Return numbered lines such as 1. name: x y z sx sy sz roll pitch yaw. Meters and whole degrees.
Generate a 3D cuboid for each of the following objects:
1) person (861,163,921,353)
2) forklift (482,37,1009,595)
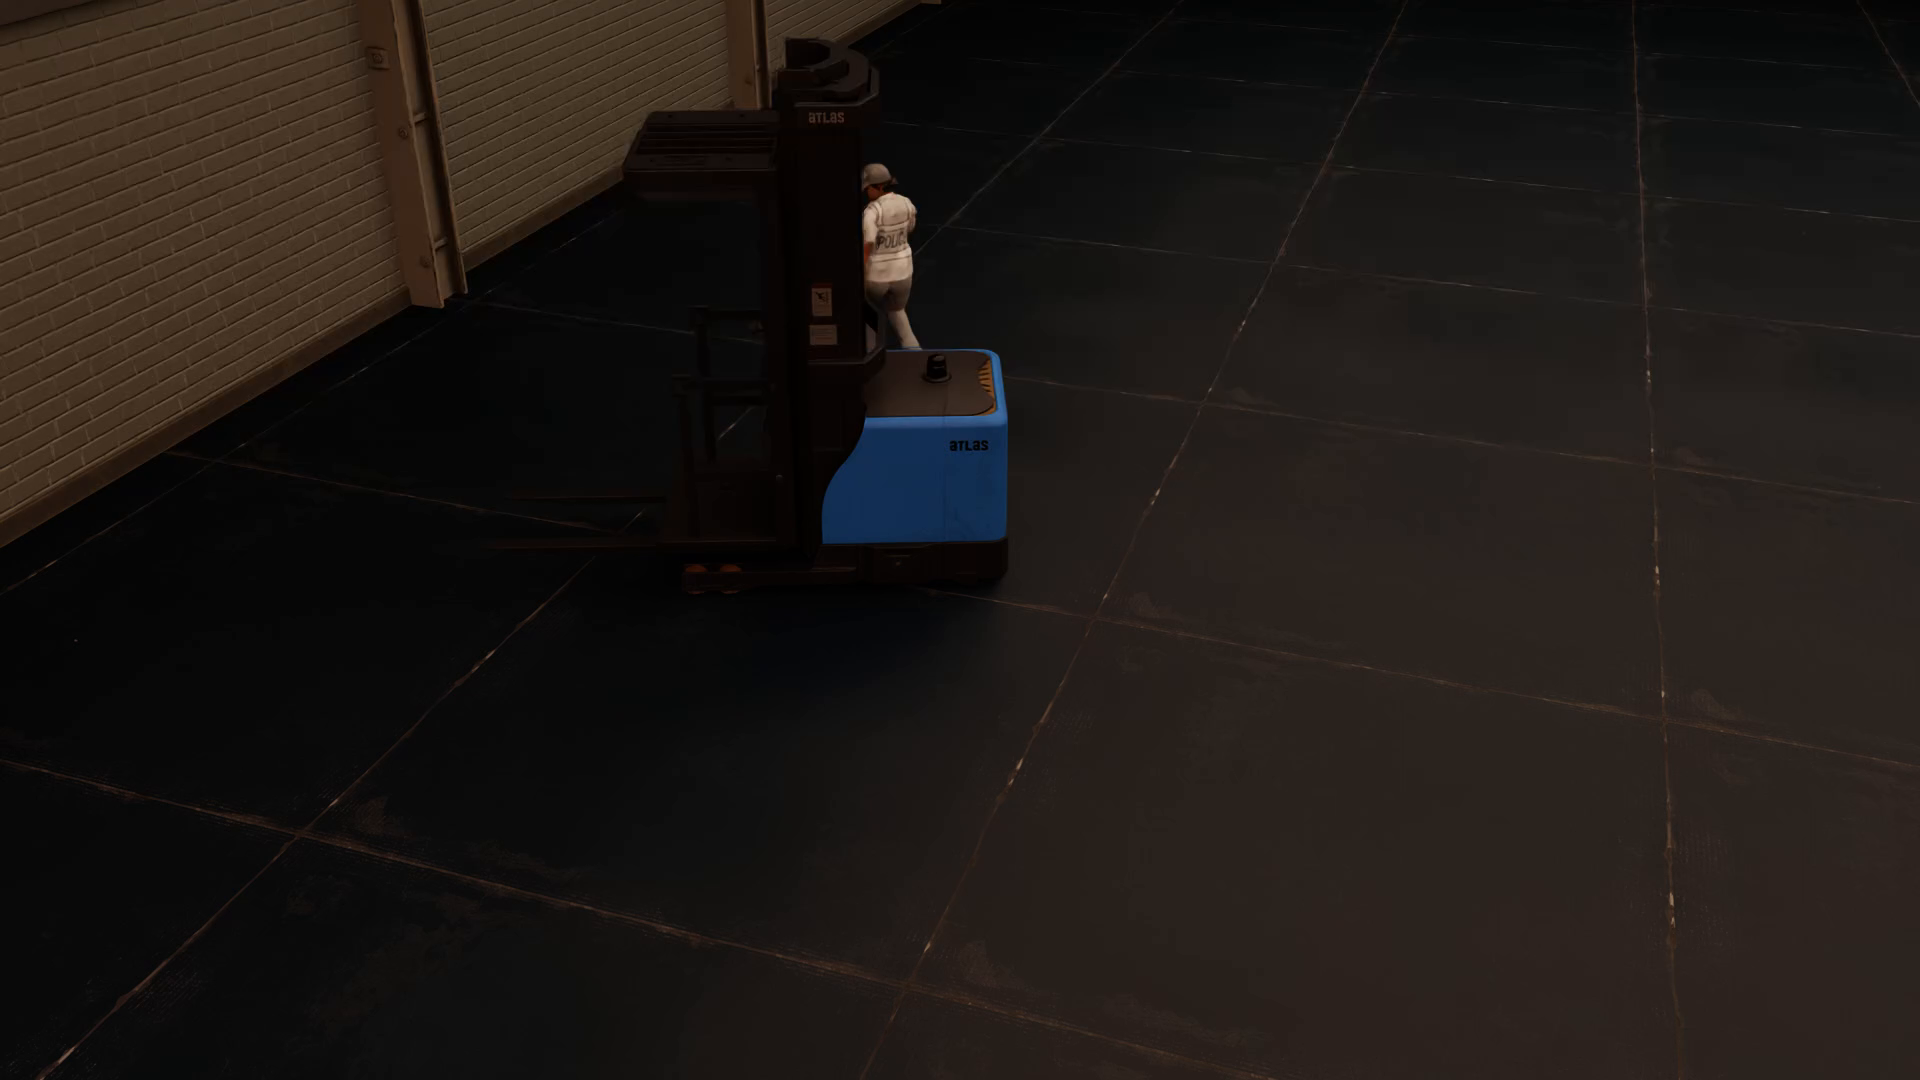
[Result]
1. person: -0.585 -1.892 11.813 0.630 1.605 0.595 -15 33 -25
2. forklift: -1.249 -1.227 9.289 3.031 2.935 1.130 -1 30 -2
